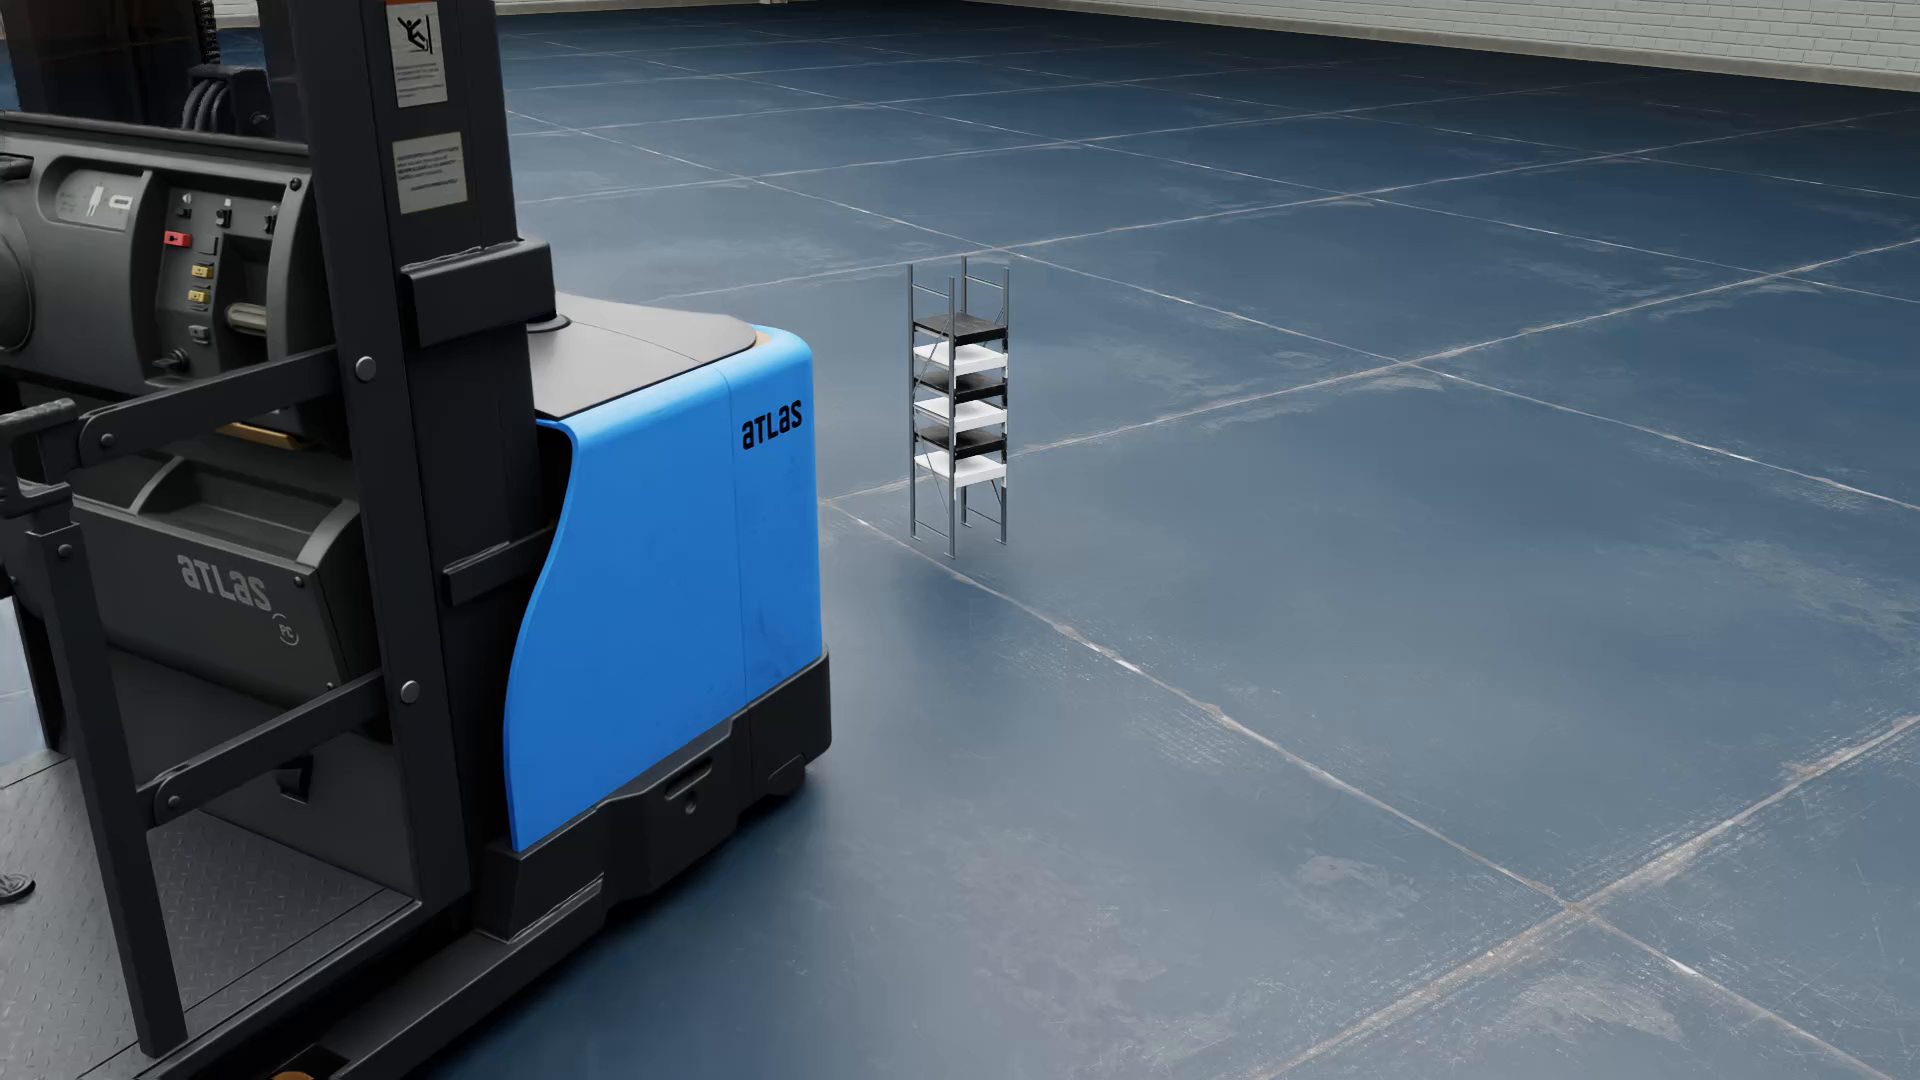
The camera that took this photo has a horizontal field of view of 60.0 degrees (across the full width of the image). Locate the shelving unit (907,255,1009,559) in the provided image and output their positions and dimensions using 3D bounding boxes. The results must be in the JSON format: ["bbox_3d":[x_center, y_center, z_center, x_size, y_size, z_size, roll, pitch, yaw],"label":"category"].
[{"bbox_3d":[-0.007,-0.416,5.225,0.210,0.900,0.258,-15,26,-33],"label":"shelving unit"}]

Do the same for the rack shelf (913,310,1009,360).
[{"bbox_3d":[-0.007,-0.636,5.137,0.200,0.077,0.258,-15,26,-33],"label":"rack shelf"}]

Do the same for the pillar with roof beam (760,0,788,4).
[{"bbox_3d":[-0.664,-12.029,23.400,0.400,9.000,9.100,-15,26,-33],"label":"pillar with roof beam"}]

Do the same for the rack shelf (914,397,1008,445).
[{"bbox_3d":[-0.007,-0.385,5.238,0.200,0.077,0.258,-15,26,-33],"label":"rack shelf"}]

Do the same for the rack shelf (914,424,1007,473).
[{"bbox_3d":[-0.007,-0.302,5.271,0.200,0.077,0.258,-15,26,-33],"label":"rack shelf"}]

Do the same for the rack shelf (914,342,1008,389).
[{"bbox_3d":[-0.007,-0.552,5.171,0.200,0.077,0.258,-15,26,-33],"label":"rack shelf"}]

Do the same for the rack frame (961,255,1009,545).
[{"bbox_3d":[0.076,-0.438,5.280,0.006,0.900,0.240,-15,26,-33],"label":"rack frame"}]

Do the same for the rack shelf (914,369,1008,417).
[{"bbox_3d":[-0.007,-0.469,5.204,0.200,0.077,0.258,-15,26,-33],"label":"rack shelf"}]

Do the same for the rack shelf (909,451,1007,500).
[{"bbox_3d":[-0.007,-0.218,5.304,0.200,0.077,0.258,-15,26,-33],"label":"rack shelf"}]

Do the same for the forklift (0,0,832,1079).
[{"bbox_3d":[-1.491,-0.441,2.546,1.130,2.935,3.031,12,25,28],"label":"forklift"}]

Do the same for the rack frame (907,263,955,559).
[{"bbox_3d":[-0.089,-0.394,5.170,0.006,0.900,0.240,-15,26,-33],"label":"rack frame"}]
